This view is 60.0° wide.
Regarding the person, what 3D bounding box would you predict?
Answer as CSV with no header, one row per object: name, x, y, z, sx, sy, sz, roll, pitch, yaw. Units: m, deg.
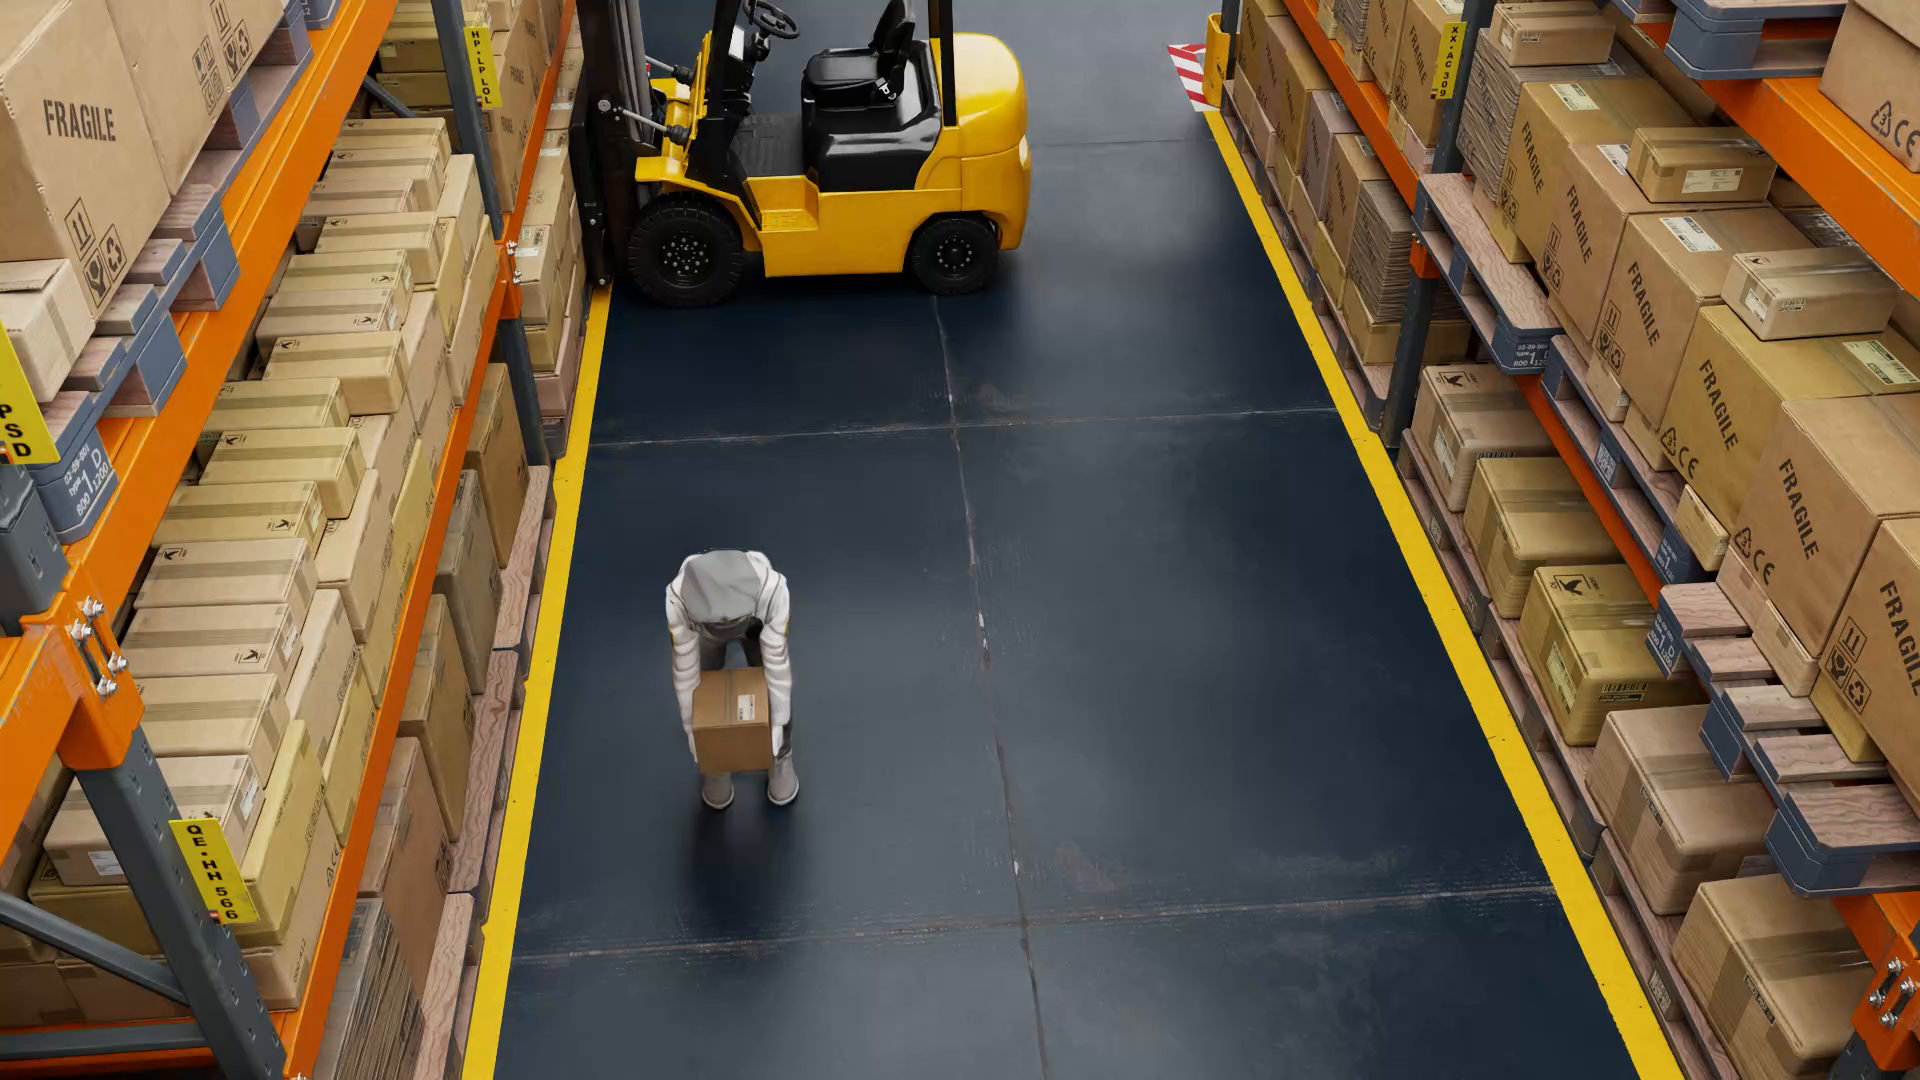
person,-0.774,0.479,5.758,0.414,1.433,0.796,-4,40,-5
